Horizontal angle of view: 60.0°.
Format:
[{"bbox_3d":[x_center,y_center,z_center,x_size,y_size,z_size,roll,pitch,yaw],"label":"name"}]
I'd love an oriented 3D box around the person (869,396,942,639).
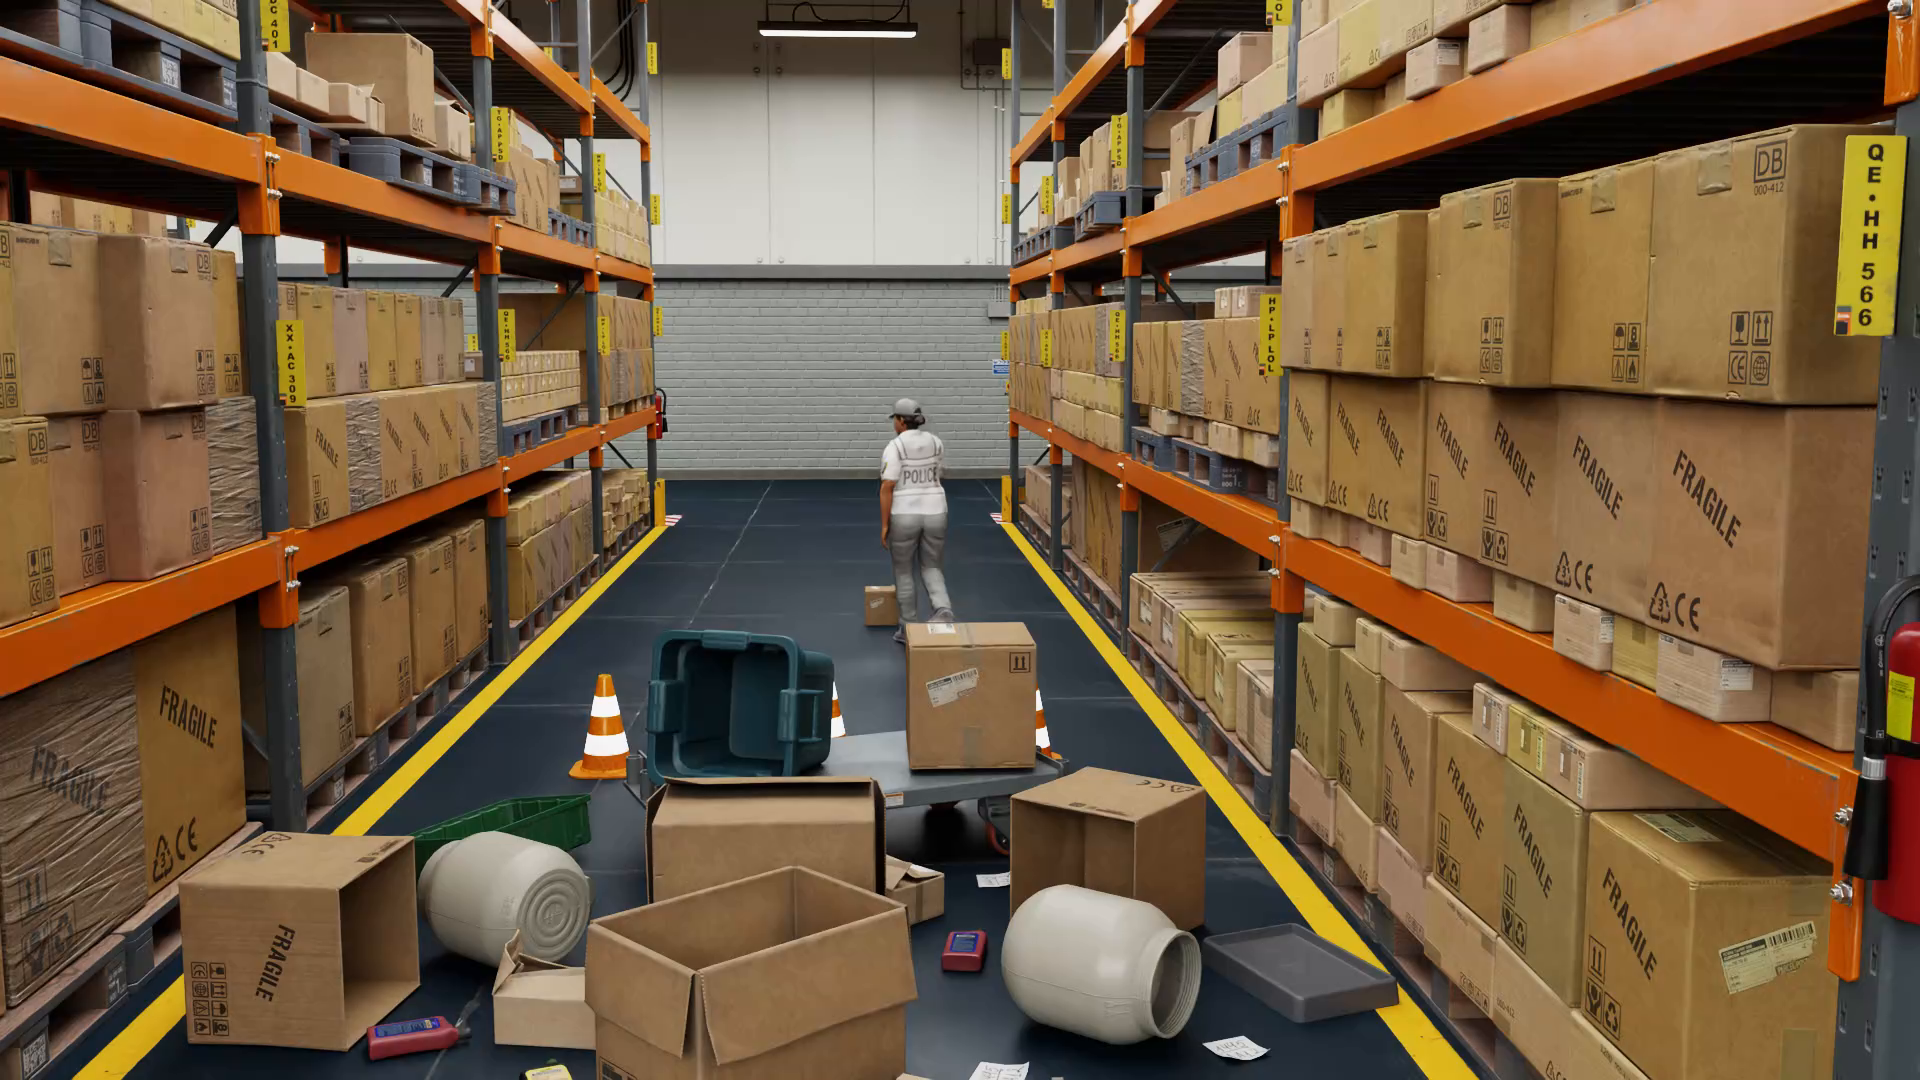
[{"bbox_3d":[-0.382,-0.137,11.346,0.520,1.687,0.444,-4,8,-30],"label":"person"}]
